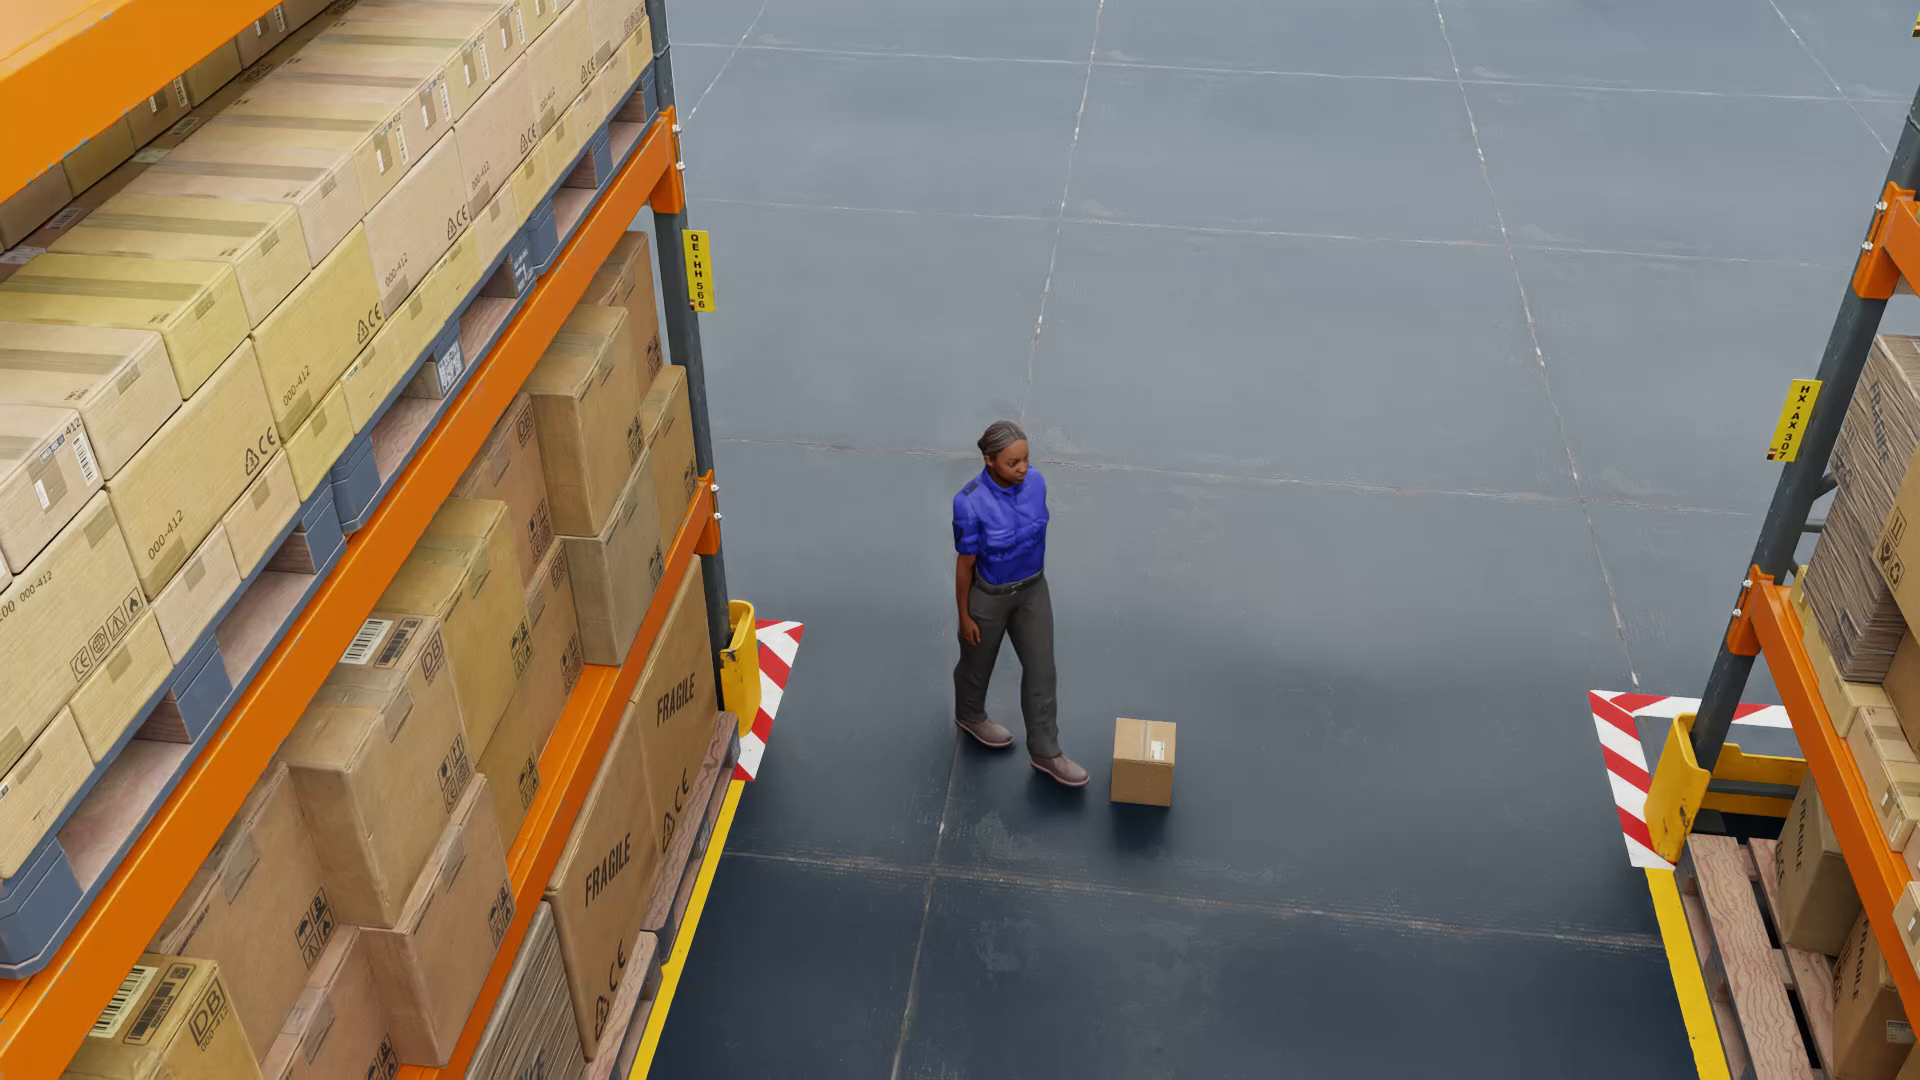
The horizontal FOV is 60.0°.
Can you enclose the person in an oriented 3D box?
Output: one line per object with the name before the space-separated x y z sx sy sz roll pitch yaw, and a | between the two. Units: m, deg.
person | 0.224 0.278 6.655 0.423 1.645 0.682 -20 41 -25
